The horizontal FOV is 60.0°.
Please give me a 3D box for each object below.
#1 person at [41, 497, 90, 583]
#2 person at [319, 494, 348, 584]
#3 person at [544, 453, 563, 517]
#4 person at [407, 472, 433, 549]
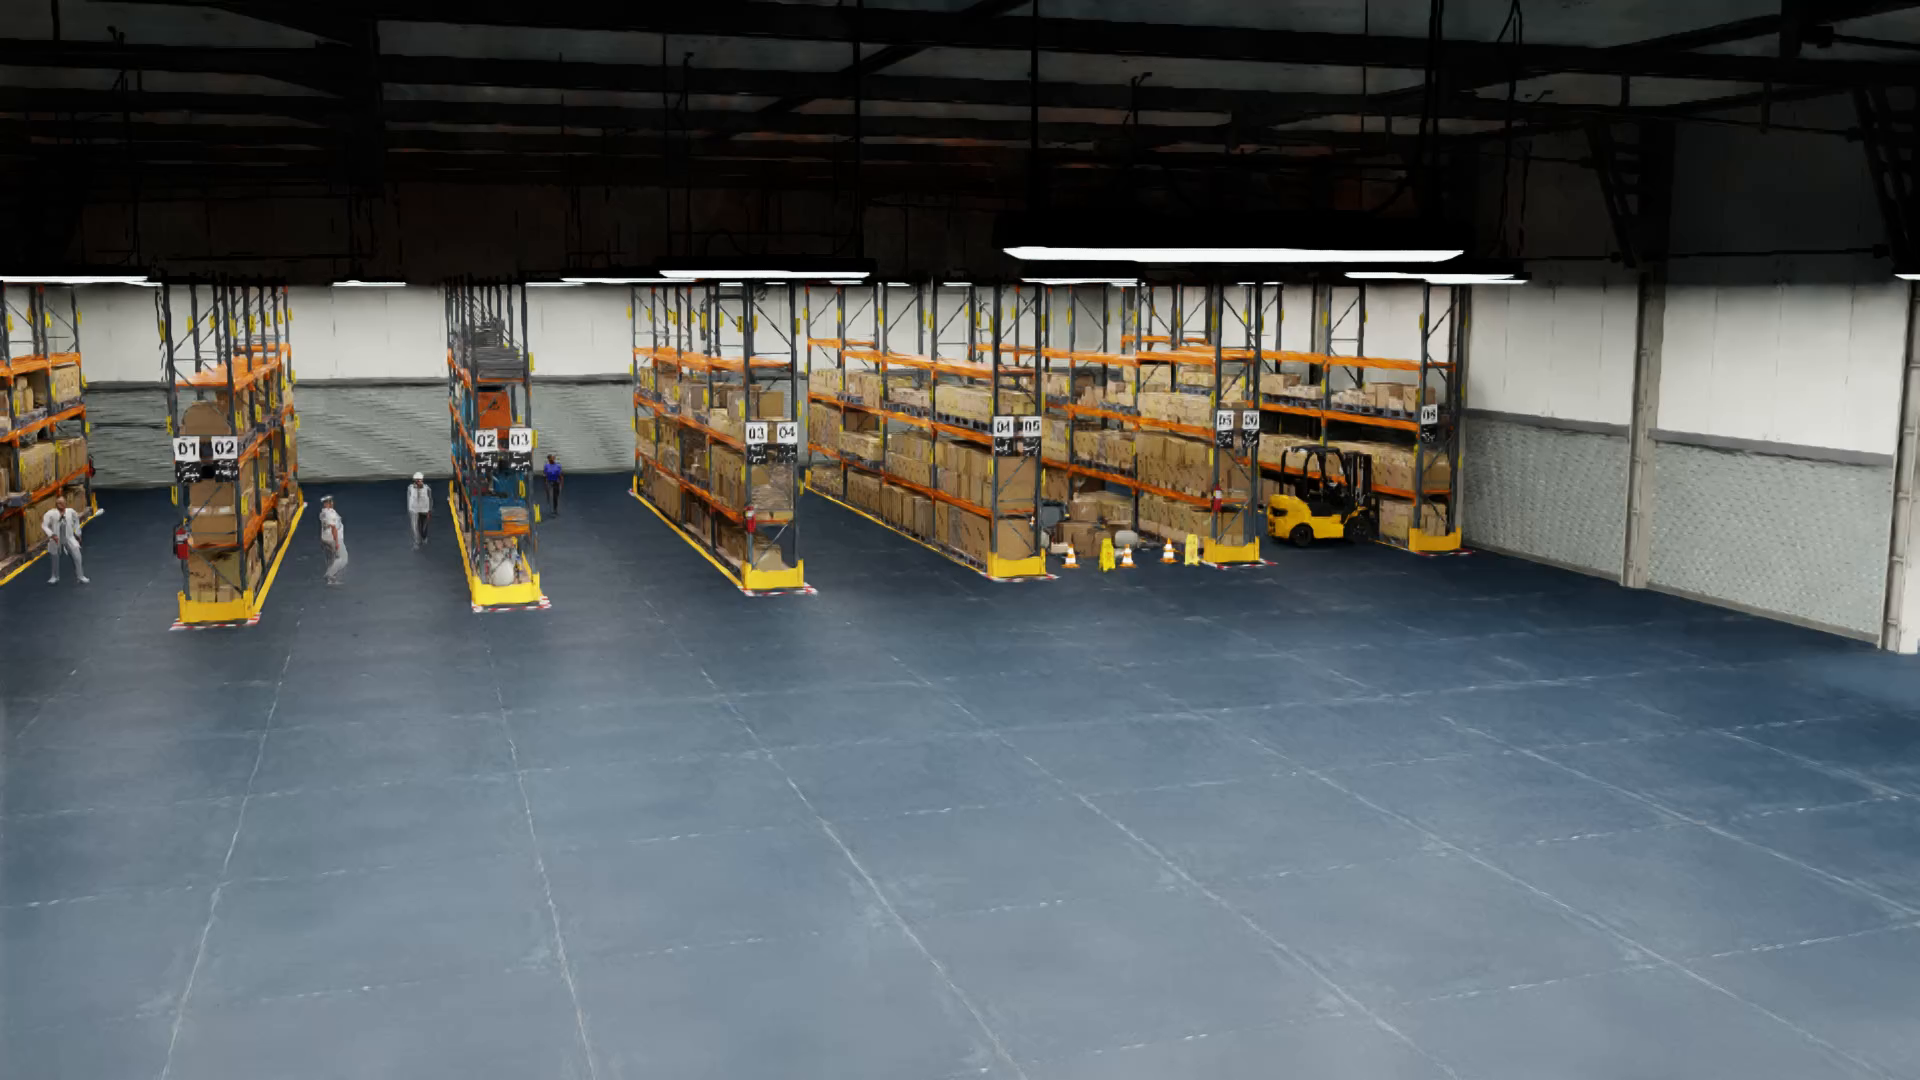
[{"bbox_3d":[-17.479,-0.010,32.413,0.735,1.715,0.896,-6,10,-34],"label":"person"},{"bbox_3d":[-12.190,0.005,32.237,0.578,1.755,0.467,8,12,44],"label":"person"},{"bbox_3d":[-10.273,-1.401,42.049,0.463,1.583,0.985,-3,9,-19],"label":"person"},{"bbox_3d":[-11.951,-0.678,36.835,0.544,1.698,1.097,-3,9,-20],"label":"person"}]
